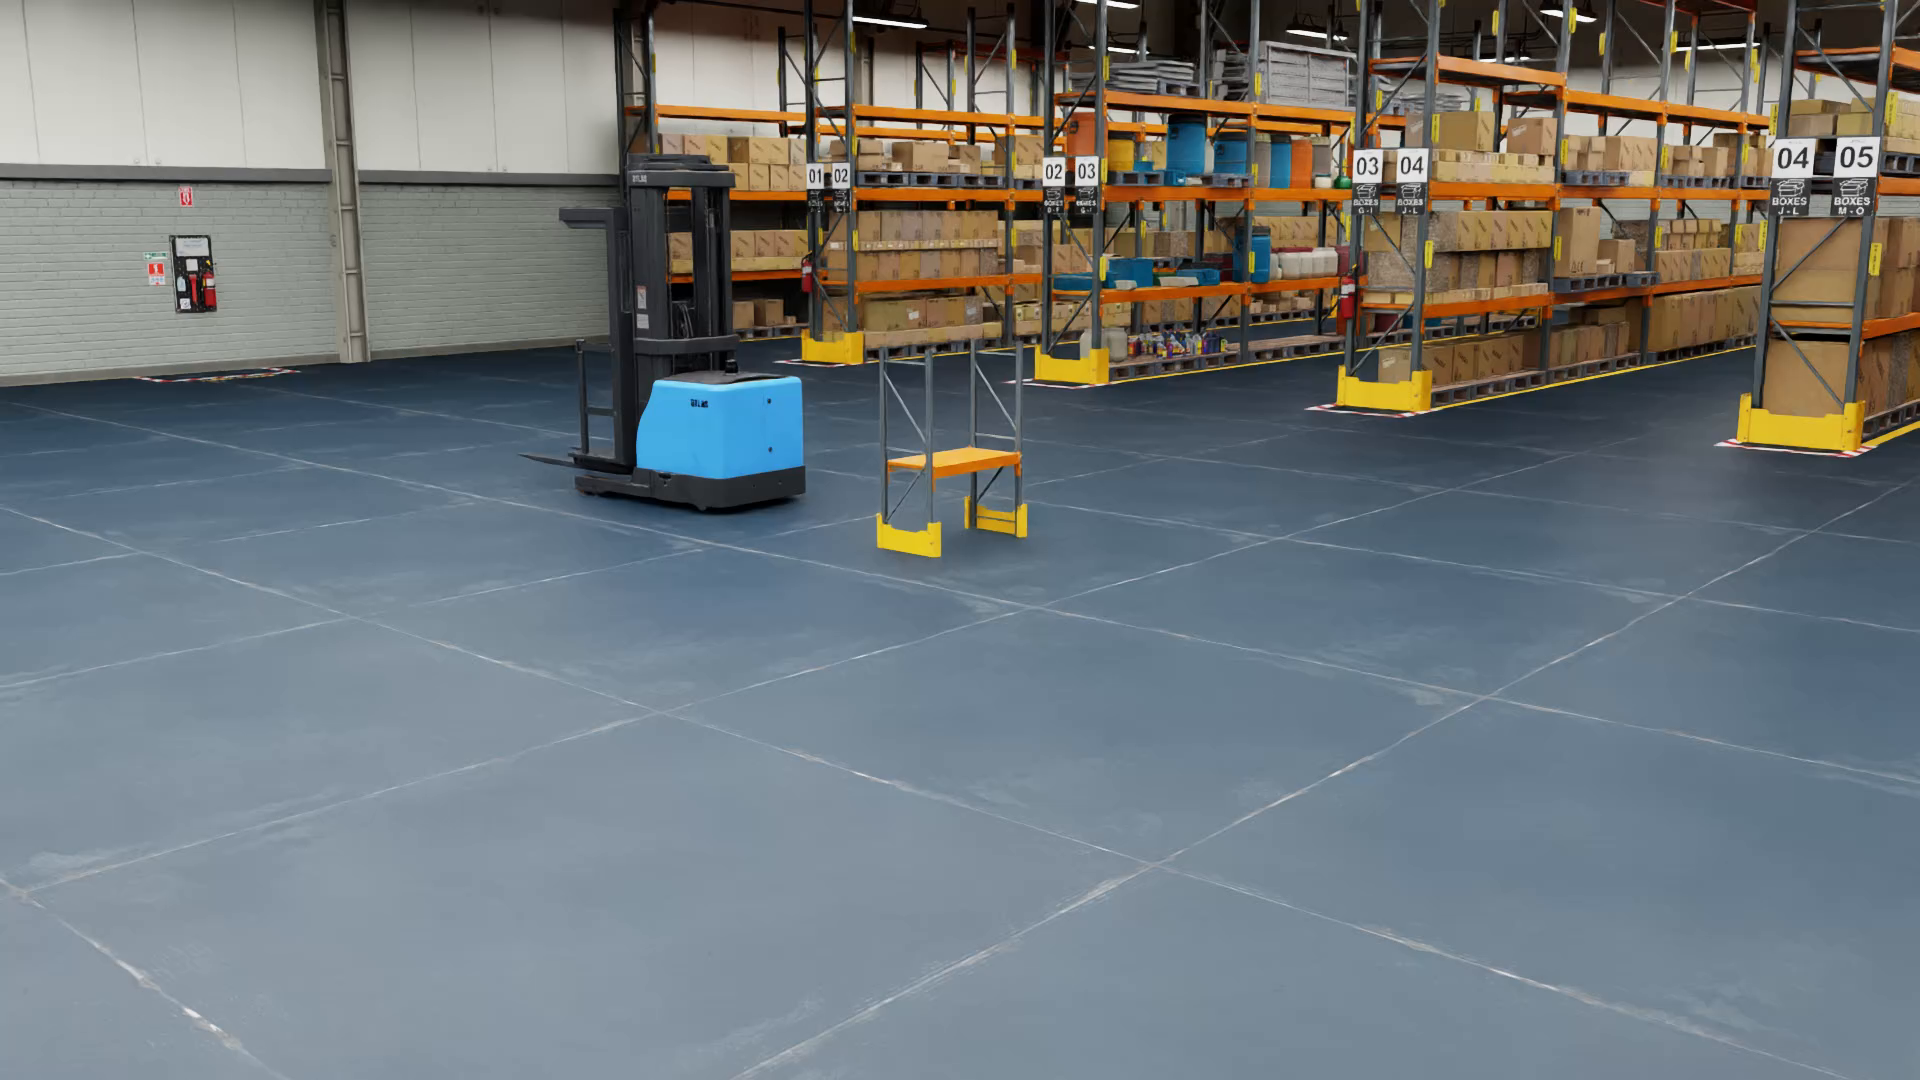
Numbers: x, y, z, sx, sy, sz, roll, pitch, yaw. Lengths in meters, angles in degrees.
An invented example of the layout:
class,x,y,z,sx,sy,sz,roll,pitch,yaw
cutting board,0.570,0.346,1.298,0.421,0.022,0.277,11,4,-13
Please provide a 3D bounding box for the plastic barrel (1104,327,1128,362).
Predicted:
class,x,y,z,sx,sy,sz,roll,pitch,yaw
plastic barrel,2.329,-2.961,25.159,0.421,0.512,0.421,0,11,0

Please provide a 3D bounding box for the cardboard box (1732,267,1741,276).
class,x,y,z,sx,sy,sz,roll,pitch,yaw
cardboard box,13.708,-4.797,29.714,0.380,0.149,0.250,10,15,40

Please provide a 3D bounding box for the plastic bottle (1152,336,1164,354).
class,x,y,z,sx,sy,sz,roll,pitch,yaw
plastic bottle,3.139,-3.093,26.368,0.152,0.276,0.135,10,15,40

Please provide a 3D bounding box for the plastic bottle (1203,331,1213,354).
class,x,y,z,sx,sy,sz,roll,pitch,yaw
plastic bottle,3.926,-3.140,26.414,0.144,0.351,0.185,9,14,38

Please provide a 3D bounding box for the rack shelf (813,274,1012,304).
class,x,y,z,sx,sy,sz,roll,pitch,yaw
rack shelf,-0.777,-4.377,28.806,1.077,0.370,4.000,10,15,40

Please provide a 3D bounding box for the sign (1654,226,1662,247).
class,x,y,z,sx,sy,sz,roll,pitch,yaw
sign,11.036,-4.792,26.290,0.100,0.325,0.005,10,15,40

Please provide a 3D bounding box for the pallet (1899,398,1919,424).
class,x,y,z,sx,sy,sz,roll,pitch,yaw
pallet,11.080,-1.618,20.272,1.003,0.211,1.213,10,15,40

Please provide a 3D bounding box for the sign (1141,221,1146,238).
class,x,y,z,sx,sy,sz,roll,pitch,yaw
sign,3.602,-6.110,32.685,0.100,0.325,0.005,10,15,40

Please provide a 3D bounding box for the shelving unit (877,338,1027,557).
class,x,y,z,sx,sy,sz,roll,pitch,yaw
shelving unit,-0.050,-0.724,12.508,0.587,1.500,1.083,10,15,40

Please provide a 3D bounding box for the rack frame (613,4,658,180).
class,x,y,z,sx,sy,sz,roll,pitch,yaw
rack frame,-5.821,-8.018,29.879,1.000,3.000,0.127,10,15,40

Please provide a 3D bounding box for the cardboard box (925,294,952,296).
class,x,y,z,sx,sy,sz,roll,pitch,yaw
cardboard box,-0.323,-4.147,29.852,0.500,0.500,0.500,10,15,40

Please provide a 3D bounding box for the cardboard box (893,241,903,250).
class,x,y,z,sx,sy,sz,roll,pitch,yaw
cardboard box,-1.171,-4.946,27.902,0.380,0.149,0.250,9,15,39

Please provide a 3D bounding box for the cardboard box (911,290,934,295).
class,x,y,z,sx,sy,sz,roll,pitch,yaw
cardboard box,-0.976,-5.130,35.997,0.700,0.500,0.500,10,15,41

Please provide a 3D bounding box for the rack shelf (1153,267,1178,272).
class,x,y,z,sx,sy,sz,roll,pitch,yaw
rack shelf,4.504,-5.554,34.699,1.077,0.370,4.000,10,15,40

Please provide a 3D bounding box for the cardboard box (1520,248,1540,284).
class,x,y,z,sx,sy,sz,roll,pitch,yaw
cardboard box,7.638,-3.880,23.463,0.875,0.500,0.500,10,15,40

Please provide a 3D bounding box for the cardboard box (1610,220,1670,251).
class,x,y,z,sx,sy,sz,roll,pitch,yaw
cardboard box,11.117,-4.978,27.160,0.797,0.503,0.637,10,15,42

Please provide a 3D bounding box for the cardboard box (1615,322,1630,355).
class,x,y,z,sx,sy,sz,roll,pitch,yaw
cardboard box,10.195,-3.220,26.435,0.700,0.500,0.500,9,14,37

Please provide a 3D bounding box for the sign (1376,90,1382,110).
class,x,y,z,sx,sy,sz,roll,pitch,yaw
sign,7.320,-7.686,29.039,0.100,0.325,0.005,10,15,40

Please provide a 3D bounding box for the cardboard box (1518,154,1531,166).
class,x,y,z,sx,sy,sz,roll,pitch,yaw
cardboard box,7.476,-5.131,22.451,0.380,0.149,0.250,9,15,39

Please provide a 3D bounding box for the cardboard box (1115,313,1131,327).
class,x,y,z,sx,sy,sz,roll,pitch,yaw
cardboard box,3.019,-4.362,32.838,0.500,0.250,0.500,10,15,42

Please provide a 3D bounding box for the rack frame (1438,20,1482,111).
class,x,y,z,sx,sy,sz,roll,pitch,yaw
rack frame,9.542,-8.502,32.305,1.000,3.000,0.127,10,15,40

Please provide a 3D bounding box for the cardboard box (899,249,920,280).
class,x,y,z,sx,sy,sz,roll,pitch,yaw
cardboard box,-1.105,-4.702,28.340,0.700,0.500,0.500,10,15,41

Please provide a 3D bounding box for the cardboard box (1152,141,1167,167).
class,x,y,z,sx,sy,sz,roll,pitch,yaw
cardboard box,3.813,-7.762,33.447,0.500,0.500,0.500,10,15,40

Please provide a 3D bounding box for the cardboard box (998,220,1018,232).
class,x,y,z,sx,sy,sz,roll,pitch,yaw
cardboard box,0.967,-7.088,37.560,0.500,0.250,0.500,9,15,39

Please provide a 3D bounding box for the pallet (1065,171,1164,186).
class,x,y,z,sx,sy,sz,roll,pitch,yaw
pallet,2.240,-5.282,24.324,1.003,0.211,1.213,10,15,40

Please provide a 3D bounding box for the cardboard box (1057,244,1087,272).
class,x,y,z,sx,sy,sz,roll,pitch,yaw
cardboard box,2.088,-5.413,31.899,0.500,0.500,0.500,9,14,37

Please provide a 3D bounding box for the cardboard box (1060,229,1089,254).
class,x,y,z,sx,sy,sz,roll,pitch,yaw
cardboard box,2.471,-7.066,39.666,0.980,0.700,0.700,10,15,41

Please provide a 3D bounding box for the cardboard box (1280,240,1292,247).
class,x,y,z,sx,sy,sz,roll,pitch,yaw
cardboard box,7.032,-6.439,37.038,0.500,0.500,0.500,10,15,40

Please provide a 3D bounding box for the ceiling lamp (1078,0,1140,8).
class,x,y,z,sx,sy,sz,roll,pitch,yaw
ceiling lamp,2.481,-10.459,27.199,0.800,3.185,2.000,10,15,40

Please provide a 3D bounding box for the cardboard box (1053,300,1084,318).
class,x,y,z,sx,sy,sz,roll,pitch,yaw
cardboard box,2.017,-4.412,31.659,0.500,0.311,0.500,10,15,42

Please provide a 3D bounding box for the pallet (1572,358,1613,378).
class,x,y,z,sx,sy,sz,roll,pitch,yaw
pallet,9.300,-2.671,25.544,1.003,0.211,1.213,10,15,40

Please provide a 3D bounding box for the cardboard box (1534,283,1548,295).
class,x,y,z,sx,sy,sz,roll,pitch,yaw
cardboard box,8.061,-3.550,23.470,0.380,0.149,0.250,10,15,40

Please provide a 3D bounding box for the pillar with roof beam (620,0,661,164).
class,x,y,z,sx,sy,sz,roll,pitch,yaw
pillar with roof beam,-2.775,-7.676,28.168,9.100,9.000,0.548,10,15,40

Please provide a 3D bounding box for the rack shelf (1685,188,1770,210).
class,x,y,z,sx,sy,sz,roll,pitch,yaw
rack shelf,14.583,-6.333,30.937,1.077,0.370,4.000,10,15,40

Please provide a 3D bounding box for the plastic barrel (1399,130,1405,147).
class,x,y,z,sx,sy,sz,roll,pitch,yaw
plastic barrel,8.530,-7.212,31.153,0.600,0.901,0.708,10,15,40

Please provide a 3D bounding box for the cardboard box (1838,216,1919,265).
class,x,y,z,sx,sy,sz,roll,pitch,yaw
cardboard box,10.636,-3.483,19.349,0.875,0.550,0.550,10,15,40

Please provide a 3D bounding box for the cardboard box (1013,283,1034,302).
class,x,y,z,sx,sy,sz,roll,pitch,yaw
cardboard box,1.184,-5.750,38.256,0.750,0.750,0.750,10,15,42

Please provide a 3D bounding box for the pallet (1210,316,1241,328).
class,x,y,z,sx,sy,sz,roll,pitch,yaw
pallet,5.315,-4.709,35.752,1.003,0.211,1.213,10,15,40

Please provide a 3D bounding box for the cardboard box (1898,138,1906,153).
class,x,y,z,sx,sy,sz,roll,pitch,yaw
cardboard box,9.801,-4.185,17.659,0.380,0.149,0.250,10,15,41

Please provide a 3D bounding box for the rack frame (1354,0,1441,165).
class,x,y,z,sx,sy,sz,roll,pitch,yaw
rack frame,5.341,-6.097,20.260,1.000,3.000,0.127,10,15,40

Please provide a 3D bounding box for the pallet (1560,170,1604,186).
class,x,y,z,sx,sy,sz,roll,pitch,yaw
pallet,8.469,-5.199,23.904,1.213,0.211,1.003,10,15,40

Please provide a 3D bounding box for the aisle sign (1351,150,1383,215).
class,x,y,z,sx,sy,sz,roll,pitch,yaw
aisle sign,5.075,-4.459,20.741,0.394,0.787,0.004,10,15,40

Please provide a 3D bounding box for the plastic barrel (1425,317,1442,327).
class,x,y,z,sx,sy,sz,roll,pitch,yaw
plastic barrel,9.170,-4.660,32.668,0.600,0.901,0.708,10,15,40

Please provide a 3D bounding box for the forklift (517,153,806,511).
class,x,y,z,sx,sy,sz,roll,pitch,yaw
forklift,-2.792,-1.892,14.700,3.031,2.935,1.130,9,15,39

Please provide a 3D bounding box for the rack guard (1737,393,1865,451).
class,x,y,z,sx,sy,sz,roll,pitch,yaw
rack guard,8.985,-1.269,17.789,1.175,0.500,0.348,10,15,40

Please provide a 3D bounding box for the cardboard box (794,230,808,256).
class,x,y,z,sx,sy,sz,roll,pitch,yaw
cardboard box,-3.260,-5.859,32.804,0.500,0.500,0.500,10,15,40

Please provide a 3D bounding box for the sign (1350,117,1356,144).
class,x,y,z,sx,sy,sz,roll,pitch,yaw
sign,4.938,-5.134,20.841,0.100,0.325,0.005,10,15,40

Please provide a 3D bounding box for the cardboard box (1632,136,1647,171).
class,x,y,z,sx,sy,sz,roll,pitch,yaw
cardboard box,10.165,-5.917,25.490,0.500,0.500,0.500,10,15,40

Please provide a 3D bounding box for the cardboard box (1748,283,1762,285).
class,x,y,z,sx,sy,sz,roll,pitch,yaw
cardboard box,14.940,-4.434,31.607,0.875,0.875,0.875,10,15,40

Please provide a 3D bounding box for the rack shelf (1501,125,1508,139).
class,x,y,z,sx,sy,sz,roll,pitch,yaw
rack shelf,10.862,-8.248,33.888,1.077,0.370,4.000,10,15,40

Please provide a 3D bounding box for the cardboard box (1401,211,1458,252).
class,x,y,z,sx,sy,sz,roll,pitch,yaw
cardboard box,5.909,-3.886,20.939,0.500,0.500,0.500,10,15,40

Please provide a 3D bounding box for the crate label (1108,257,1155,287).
class,x,y,z,sx,sy,sz,roll,pitch,yaw
crate label,2.633,-4.118,25.581,0.502,0.435,0.616,10,15,40

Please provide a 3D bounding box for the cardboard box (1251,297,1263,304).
class,x,y,z,sx,sy,sz,roll,pitch,yaw
cardboard box,6.482,-5.330,37.478,0.500,0.311,0.500,10,15,40

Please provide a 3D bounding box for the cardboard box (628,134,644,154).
class,x,y,z,sx,sy,sz,roll,pitch,yaw
cardboard box,-5.733,-7.193,30.550,0.500,0.500,0.500,11,15,43

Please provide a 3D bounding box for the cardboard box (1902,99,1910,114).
class,x,y,z,sx,sy,sz,roll,pitch,yaw
cardboard box,9.794,-4.575,17.576,0.380,0.149,0.250,10,15,40

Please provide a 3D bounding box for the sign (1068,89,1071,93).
class,x,y,z,sx,sy,sz,roll,pitch,yaw
sign,2.516,-10.212,38.277,0.100,0.325,0.005,10,15,40
